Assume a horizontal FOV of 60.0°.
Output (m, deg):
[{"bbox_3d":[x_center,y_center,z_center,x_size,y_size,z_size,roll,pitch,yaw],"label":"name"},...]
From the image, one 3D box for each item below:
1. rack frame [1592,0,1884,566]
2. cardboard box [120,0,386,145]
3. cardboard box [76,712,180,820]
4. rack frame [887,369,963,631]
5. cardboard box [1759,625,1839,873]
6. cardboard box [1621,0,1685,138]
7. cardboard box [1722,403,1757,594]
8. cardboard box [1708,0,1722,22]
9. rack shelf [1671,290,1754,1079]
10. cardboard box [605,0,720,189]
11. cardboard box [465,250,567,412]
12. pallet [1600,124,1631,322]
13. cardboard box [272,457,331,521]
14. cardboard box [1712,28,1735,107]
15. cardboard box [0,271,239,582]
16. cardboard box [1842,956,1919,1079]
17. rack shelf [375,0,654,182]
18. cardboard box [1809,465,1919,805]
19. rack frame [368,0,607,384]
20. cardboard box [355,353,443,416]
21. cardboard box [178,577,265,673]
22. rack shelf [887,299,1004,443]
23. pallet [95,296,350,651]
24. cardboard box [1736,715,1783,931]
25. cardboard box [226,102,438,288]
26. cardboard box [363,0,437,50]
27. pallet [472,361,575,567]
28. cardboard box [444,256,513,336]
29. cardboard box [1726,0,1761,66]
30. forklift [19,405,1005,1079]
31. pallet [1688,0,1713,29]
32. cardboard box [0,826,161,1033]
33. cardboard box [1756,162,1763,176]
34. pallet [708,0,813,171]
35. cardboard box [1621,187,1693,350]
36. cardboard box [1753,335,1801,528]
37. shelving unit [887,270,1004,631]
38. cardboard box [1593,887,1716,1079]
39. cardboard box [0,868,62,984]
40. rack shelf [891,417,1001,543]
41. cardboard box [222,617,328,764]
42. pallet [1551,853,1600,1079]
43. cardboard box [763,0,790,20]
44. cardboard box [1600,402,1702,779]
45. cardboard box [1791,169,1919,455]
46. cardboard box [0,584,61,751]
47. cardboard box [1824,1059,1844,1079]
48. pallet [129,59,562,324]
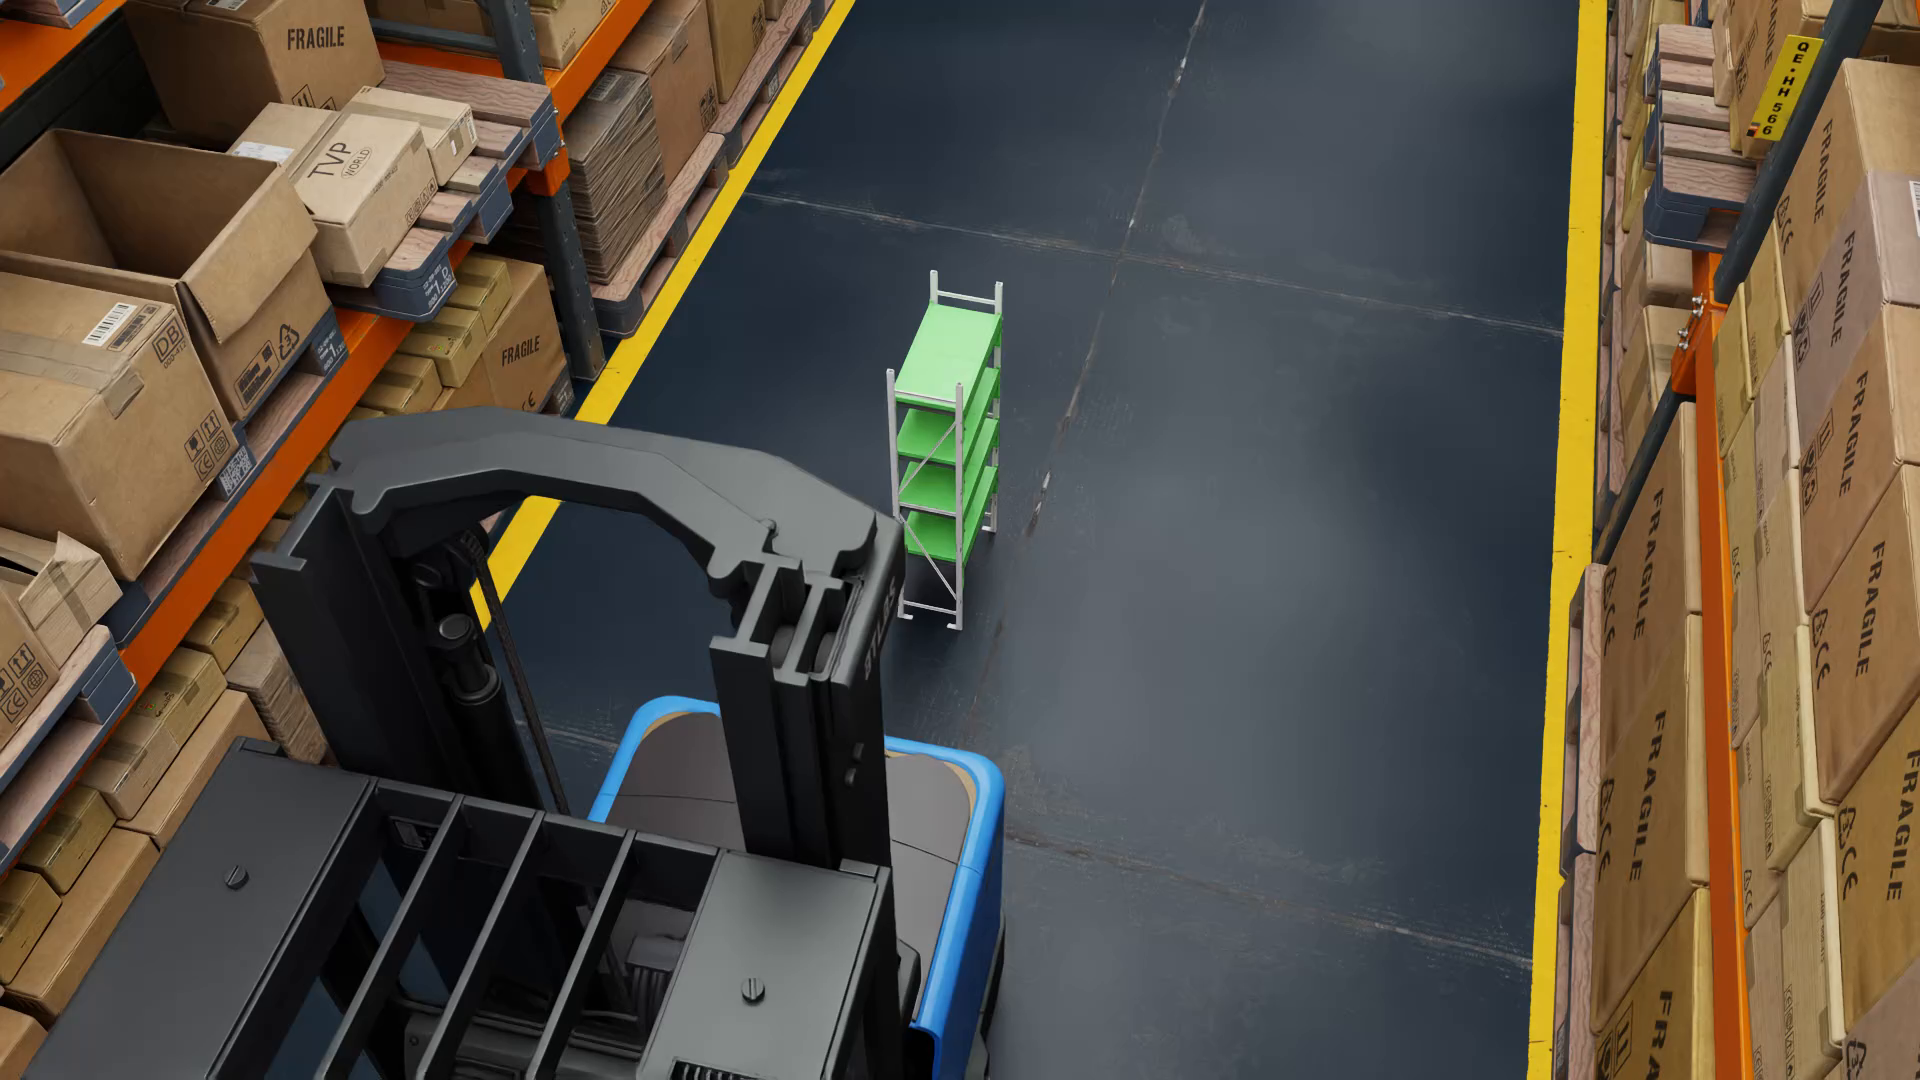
[{"bbox_3d":[2.828,-0.800,4.955,1.000,3.000,0.127,12,50,10],"label":"rack frame"},{"bbox_3d":[-2.248,-1.607,5.321,0.500,0.500,0.500,14,50,12],"label":"cardboard box"},{"bbox_3d":[-2.448,0.605,4.670,0.380,0.149,0.250,11,50,10],"label":"cardboard box"},{"bbox_3d":[-0.108,-0.101,5.539,0.240,1.200,0.015,12,50,10],"label":"rack frame"},{"bbox_3d":[2.030,0.498,3.577,0.500,0.250,0.500,12,50,11],"label":"cardboard box"},{"bbox_3d":[3.559,-2.062,7.542,0.950,0.372,0.625,14,50,12],"label":"cardboard box"},{"bbox_3d":[2.338,-0.071,4.412,0.500,0.250,0.500,10,49,9],"label":"cardboard box"},{"bbox_3d":[2.844,-1.921,5.832,0.380,0.149,0.250,12,50,11],"label":"cardboard box"},{"bbox_3d":[2.301,0.885,3.948,1.077,0.370,4.000,12,50,10],"label":"rack shelf"},{"bbox_3d":[-1.620,-2.053,7.365,0.875,0.625,0.625,13,50,11],"label":"cardboard box"},{"bbox_3d":[-1.866,-0.740,6.290,0.500,0.500,0.500,13,50,11],"label":"cardboard box"},{"bbox_3d":[3.358,-1.322,7.276,1.003,0.211,1.213,12,50,10],"label":"pallet"},{"bbox_3d":[-2.180,-0.148,5.335,0.380,0.149,0.250,11,49,9],"label":"cardboard box"},{"bbox_3d":[2.711,-1.539,5.495,0.380,0.149,0.250,11,50,10],"label":"cardboard box"},{"bbox_3d":[-2.329,-0.304,4.171,0.700,0.500,0.500,11,50,10],"label":"cardboard box"},{"bbox_3d":[1.779,0.981,2.650,0.500,0.500,0.500,12,50,11],"label":"cardboard box"},{"bbox_3d":[-1.435,-2.985,7.364,1.077,0.370,4.000,12,50,10],"label":"rack shelf"},{"bbox_3d":[2.054,0.241,3.303,0.500,0.500,0.500,12,50,11],"label":"cardboard box"},{"bbox_3d":[-1.962,-1.777,5.818,1.000,3.000,0.127,12,50,10],"label":"rack frame"},{"bbox_3d":[-2.001,-0.511,5.655,0.380,0.149,0.250,10,49,9],"label":"cardboard box"},{"bbox_3d":[-2.337,0.225,5.005,0.380,0.149,0.250,12,50,10],"label":"cardboard box"},{"bbox_3d":[-0.044,-0.553,5.382,0.258,0.148,0.480,12,50,10],"label":"rack shelf"},{"bbox_3d":[-2.469,-0.306,4.647,1.003,0.211,1.213,12,50,10],"label":"pallet"},{"bbox_3d":[2.068,0.665,3.763,0.500,0.250,0.500,12,50,10],"label":"cardboard box"},{"bbox_3d":[-1.927,-1.039,4.986,0.500,0.250,0.500,9,49,8],"label":"cardboard box"},{"bbox_3d":[-2.090,-2.103,6.205,0.500,0.250,0.500,11,49,9],"label":"cardboard box"},{"bbox_3d":[-2.195,-0.322,6.393,1.003,0.211,1.213,12,50,10],"label":"pallet"},{"bbox_3d":[-1.847,-0.896,5.995,0.380,0.149,0.250,9,49,8],"label":"cardboard box"},{"bbox_3d":[2.805,-1.830,5.320,0.500,0.500,0.500,11,49,9],"label":"cardboard box"},{"bbox_3d":[-0.698,1.305,3.143,1.130,2.935,3.031,10,49,9],"label":"forklift"},{"bbox_3d":[3.309,-2.177,6.298,1.003,0.211,1.213,12,50,10],"label":"pallet"},{"bbox_3d":[-2.540,1.112,4.655,0.500,0.500,0.500,11,49,10],"label":"cardboard box"},{"bbox_3d":[2.687,-1.139,5.142,0.380,0.149,0.250,13,50,11],"label":"cardboard box"},{"bbox_3d":[-1.384,-2.322,8.158,1.003,0.211,1.213,12,50,10],"label":"pallet"},{"bbox_3d":[3.173,-1.012,6.615,0.950,0.372,0.625,11,49,9],"label":"cardboard box"},{"bbox_3d":[2.319,-0.224,4.214,0.500,0.250,0.500,13,50,11],"label":"cardboard box"},{"bbox_3d":[-0.044,-0.277,5.694,0.258,1.200,0.503,12,50,10],"label":"shelving unit"},{"bbox_3d":[2.091,1.538,4.029,0.875,0.875,0.875,13,50,11],"label":"cardboard box"},{"bbox_3d":[-2.609,0.979,4.339,0.380,0.149,0.250,9,49,8],"label":"cardboard box"},{"bbox_3d":[-0.044,-0.235,5.742,0.258,0.148,0.480,12,50,10],"label":"rack shelf"},{"bbox_3d":[-2.262,0.378,5.303,0.500,0.500,0.500,10,49,9],"label":"cardboard box"},{"bbox_3d":[2.224,1.558,4.734,1.003,0.211,1.213,12,50,10],"label":"pallet"},{"bbox_3d":[-1.247,-3.084,8.275,0.875,0.625,0.625,11,50,10],"label":"cardboard box"},{"bbox_3d":[2.566,0.247,5.168,0.875,0.875,0.875,11,50,10],"label":"cardboard box"},{"bbox_3d":[2.341,-0.495,3.952,0.500,0.500,0.500,12,50,10],"label":"cardboard box"},{"bbox_3d":[-2.535,0.264,3.670,0.700,0.500,0.500,12,50,10],"label":"cardboard box"},{"bbox_3d":[1.781,1.248,2.915,0.500,0.250,0.500,13,50,11],"label":"cardboard box"},{"bbox_3d":[-2.073,-1.209,5.445,1.213,0.211,1.003,12,50,10],"label":"pallet"}]
